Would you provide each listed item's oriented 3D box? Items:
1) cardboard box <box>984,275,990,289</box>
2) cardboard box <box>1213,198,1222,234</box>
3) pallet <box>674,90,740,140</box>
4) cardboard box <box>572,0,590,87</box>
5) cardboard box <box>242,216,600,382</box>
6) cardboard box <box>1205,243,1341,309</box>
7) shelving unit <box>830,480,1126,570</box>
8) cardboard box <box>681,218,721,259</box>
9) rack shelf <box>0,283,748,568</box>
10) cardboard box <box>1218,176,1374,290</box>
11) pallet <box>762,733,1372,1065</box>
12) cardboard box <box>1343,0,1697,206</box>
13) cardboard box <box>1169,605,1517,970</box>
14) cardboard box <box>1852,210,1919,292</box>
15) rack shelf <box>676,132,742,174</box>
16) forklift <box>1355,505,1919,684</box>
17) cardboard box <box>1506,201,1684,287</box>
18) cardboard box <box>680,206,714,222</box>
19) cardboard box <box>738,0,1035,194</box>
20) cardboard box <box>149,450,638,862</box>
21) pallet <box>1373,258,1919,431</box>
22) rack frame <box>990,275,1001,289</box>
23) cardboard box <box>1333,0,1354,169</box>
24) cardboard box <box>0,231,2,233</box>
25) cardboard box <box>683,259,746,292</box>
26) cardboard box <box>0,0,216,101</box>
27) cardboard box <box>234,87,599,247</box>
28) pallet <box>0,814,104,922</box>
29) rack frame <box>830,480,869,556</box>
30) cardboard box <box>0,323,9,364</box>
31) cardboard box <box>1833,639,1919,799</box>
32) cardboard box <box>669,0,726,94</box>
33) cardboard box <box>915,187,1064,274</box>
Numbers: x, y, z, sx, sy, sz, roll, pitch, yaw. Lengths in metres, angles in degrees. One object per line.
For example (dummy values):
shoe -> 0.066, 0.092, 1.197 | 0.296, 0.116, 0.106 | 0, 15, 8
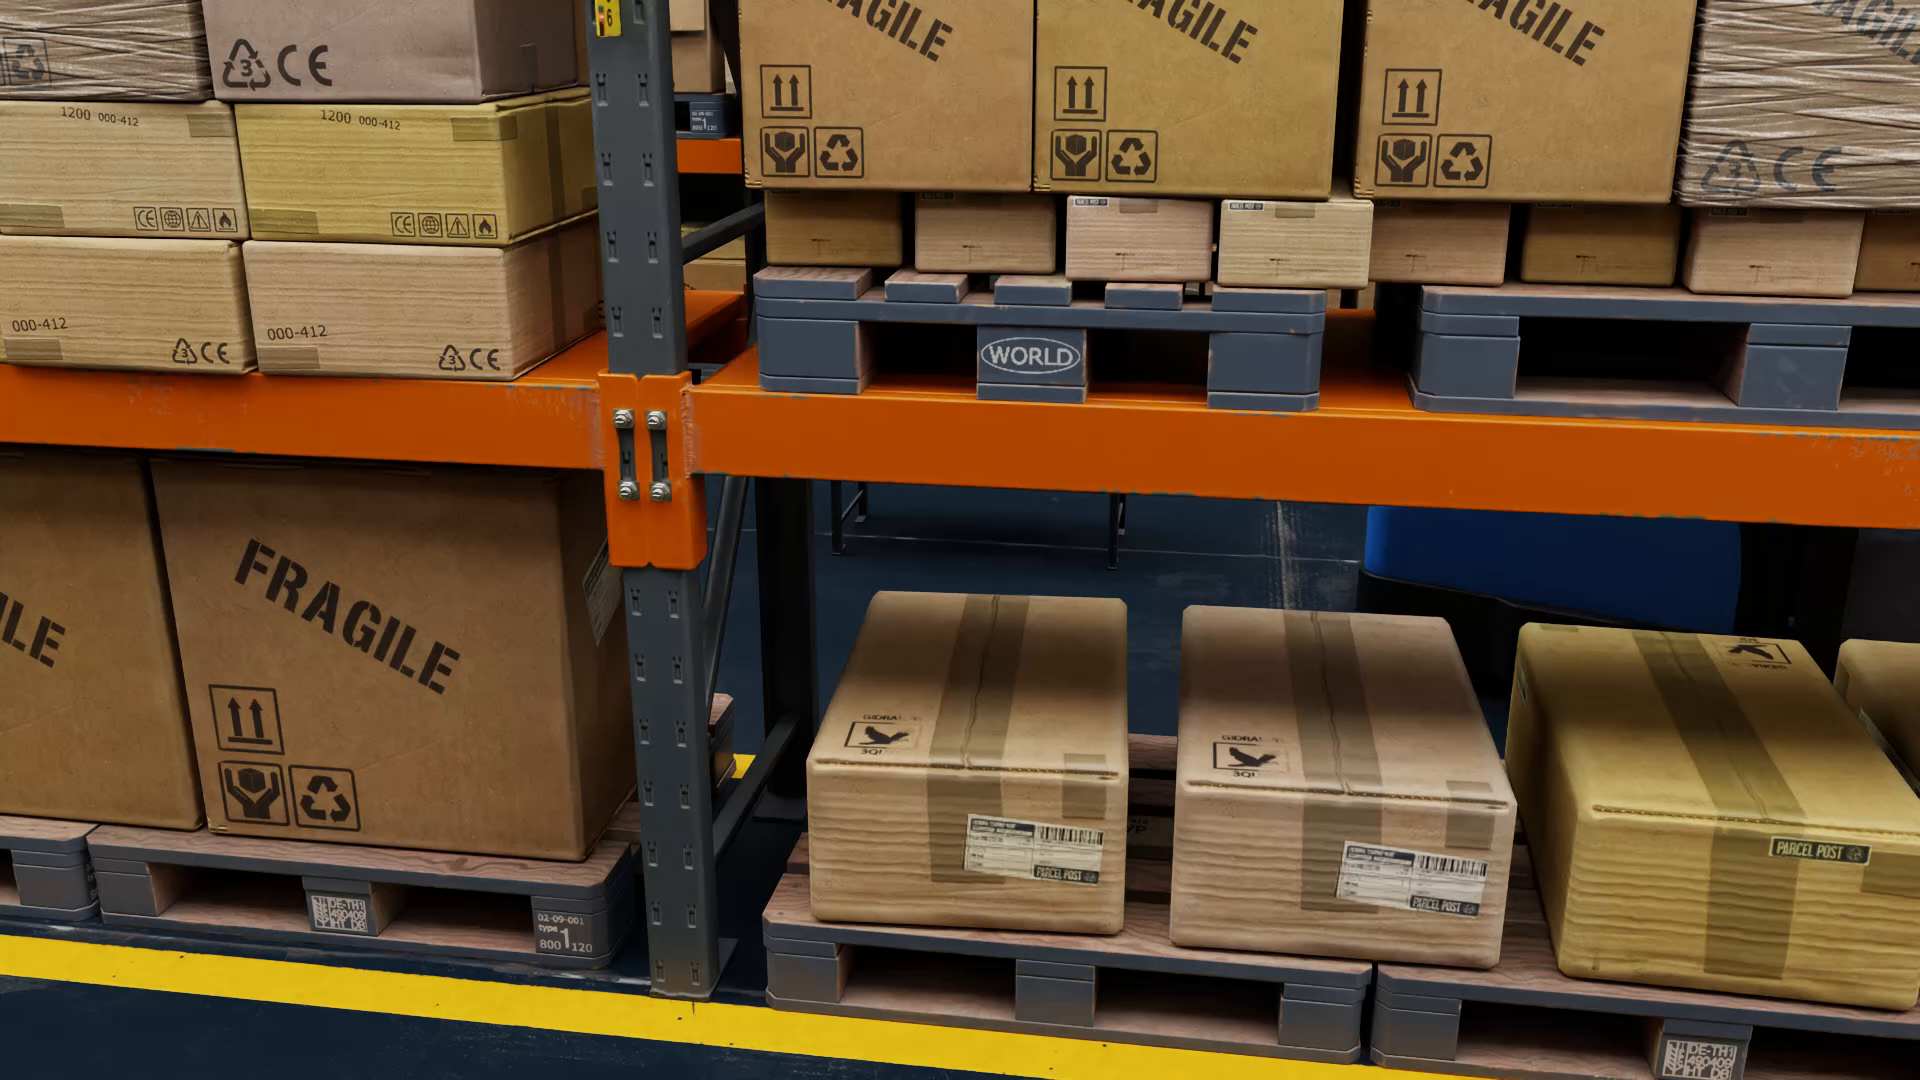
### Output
cardboard box -> -0.091, -1.302, 8.744 | 0.500, 0.500, 0.500 | 4, 19, 11
cardboard box -> 0.637, -0.756, 3.571 | 0.250, 0.149, 0.380 | 2, 19, 6
pallet -> -1.640, -2.185, 8.407 | 1.213, 0.211, 1.003 | 3, 19, 9
cardboard box -> -0.951, -1.247, 3.569 | 0.500, 0.500, 0.500 | 2, 19, 7
cardboard box -> -1.043, -0.497, 3.297 | 0.500, 0.250, 0.500 | 2, 19, 7
cardboard box -> 1.541, -1.186, 8.201 | 0.625, 0.625, 0.875 | 4, 19, 10
shelving unit -> 0.084, -0.707, 6.052 | 1.048, 1.500, 0.538 | 3, 19, 9
cardboard box -> -1.274, -1.517, 8.365 | 0.250, 0.149, 0.380 | 3, 19, 8
rack shelf -> -2.478, -0.383, 3.855 | 4.000, 0.370, 1.077 | 3, 19, 9
cardboard box -> 0.593, -0.556, 2.972 | 0.250, 0.149, 0.380 | 3, 19, 9
pallet -> 0.268, 0.738, 3.764 | 1.213, 0.211, 1.003 | 3, 19, 9
cardboard box -> 0.946, -0.868, 2.881 | 0.500, 0.500, 0.500 | 3, 19, 10
cardboard box -> 0.783, 0.489, 3.593 | 0.625, 0.372, 0.950 | 3, 19, 8
cardboard box -> 1.646, -0.543, 2.934 | 0.250, 0.149, 0.380 | 2, 19, 7
rack shelf -> -1.694, -1.939, 8.503 | 4.000, 0.370, 1.077 | 3, 19, 9
forklift -> 2.753, -0.901, 4.376 | 3.031, 2.935, 1.130 | 10, 21, 28
cardboard box -> 1.129, -0.566, 3.002 | 0.250, 0.149, 0.380 | 4, 19, 11
cardboard box -> -1.470, -1.673, 8.830 | 0.250, 0.149, 0.380 | 3, 19, 9
cardboard box -> -0.095, -0.916, 3.026 | 0.500, 0.500, 0.500 | 2, 19, 7
cardboard box -> -1.172, 0.124, 3.893 | 0.875, 0.875, 0.875 | 3, 19, 8
pallet -> 1.458, -0.446, 3.211 | 1.213, 0.211, 1.003 | 3, 19, 9
rack frame -> 0.281, -2.179, 8.089 | 0.127, 3.000, 1.000 | 3, 19, 9
cardboard box -> 1.001, -1.028, 3.360 | 0.500, 0.500, 0.500 | 2, 19, 5
cardboard box -> -2.037, -0.779, 3.351 | 0.500, 0.250, 0.500 | 2, 19, 7
cardboard box -> -1.180, -1.201, 8.442 | 0.500, 0.500, 0.500 | 4, 19, 11
cardboard box -> -1.563, -1.113, 3.168 | 0.500, 0.500, 0.500 | 3, 19, 10
cardboard box -> -1.021, -0.735, 3.220 | 0.500, 0.250, 0.500 | 3, 19, 8
pallet -> -2.470, 0.573, 4.258 | 1.213, 0.211, 1.003 | 3, 19, 9
rack frame -> -0.418, -0.733, 6.129 | 0.032, 1.500, 0.500 | 3, 19, 9
cardboard box -> -2.045, -0.548, 3.450 | 0.500, 0.250, 0.500 | 3, 19, 8
cardboard box -> 2.218, 0.564, 3.371 | 0.625, 0.372, 0.950 | 4, 19, 12
cardboard box -> -1.360, -2.451, 8.078 | 0.637, 0.503, 0.797 | 2, 19, 7
cardboard box -> 0.062, -0.605, 3.117 | 0.250, 0.149, 0.380 | 2, 19, 5
